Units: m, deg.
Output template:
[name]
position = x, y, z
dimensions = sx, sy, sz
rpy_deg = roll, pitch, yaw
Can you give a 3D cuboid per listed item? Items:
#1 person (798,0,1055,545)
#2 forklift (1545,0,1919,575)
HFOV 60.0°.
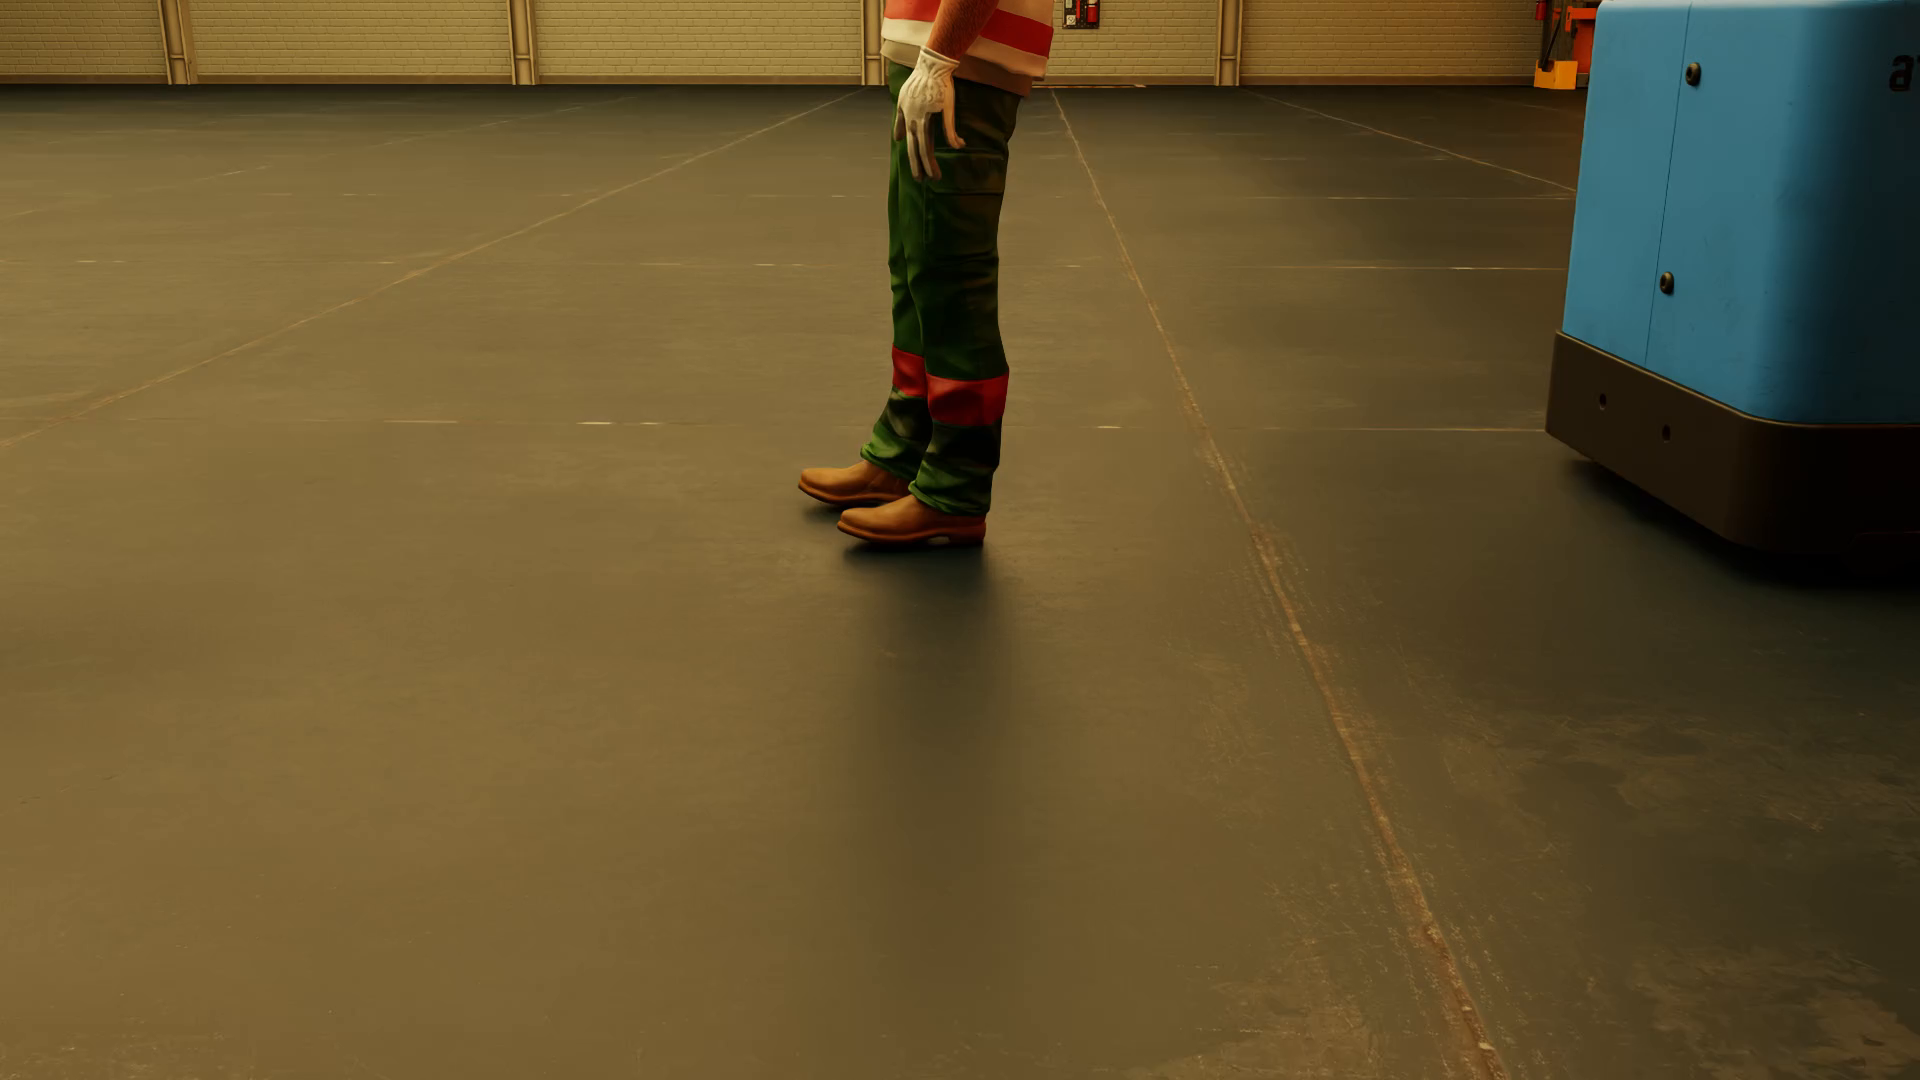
[person]
position = -0.080, -0.866, 3.118
dimensions = 0.562, 1.789, 0.637
rpy_deg = 1, 17, 2
[forklift]
position = 2.928, -1.483, 3.205
dimensions = 3.031, 2.935, 1.130
rpy_deg = -1, 17, -3
